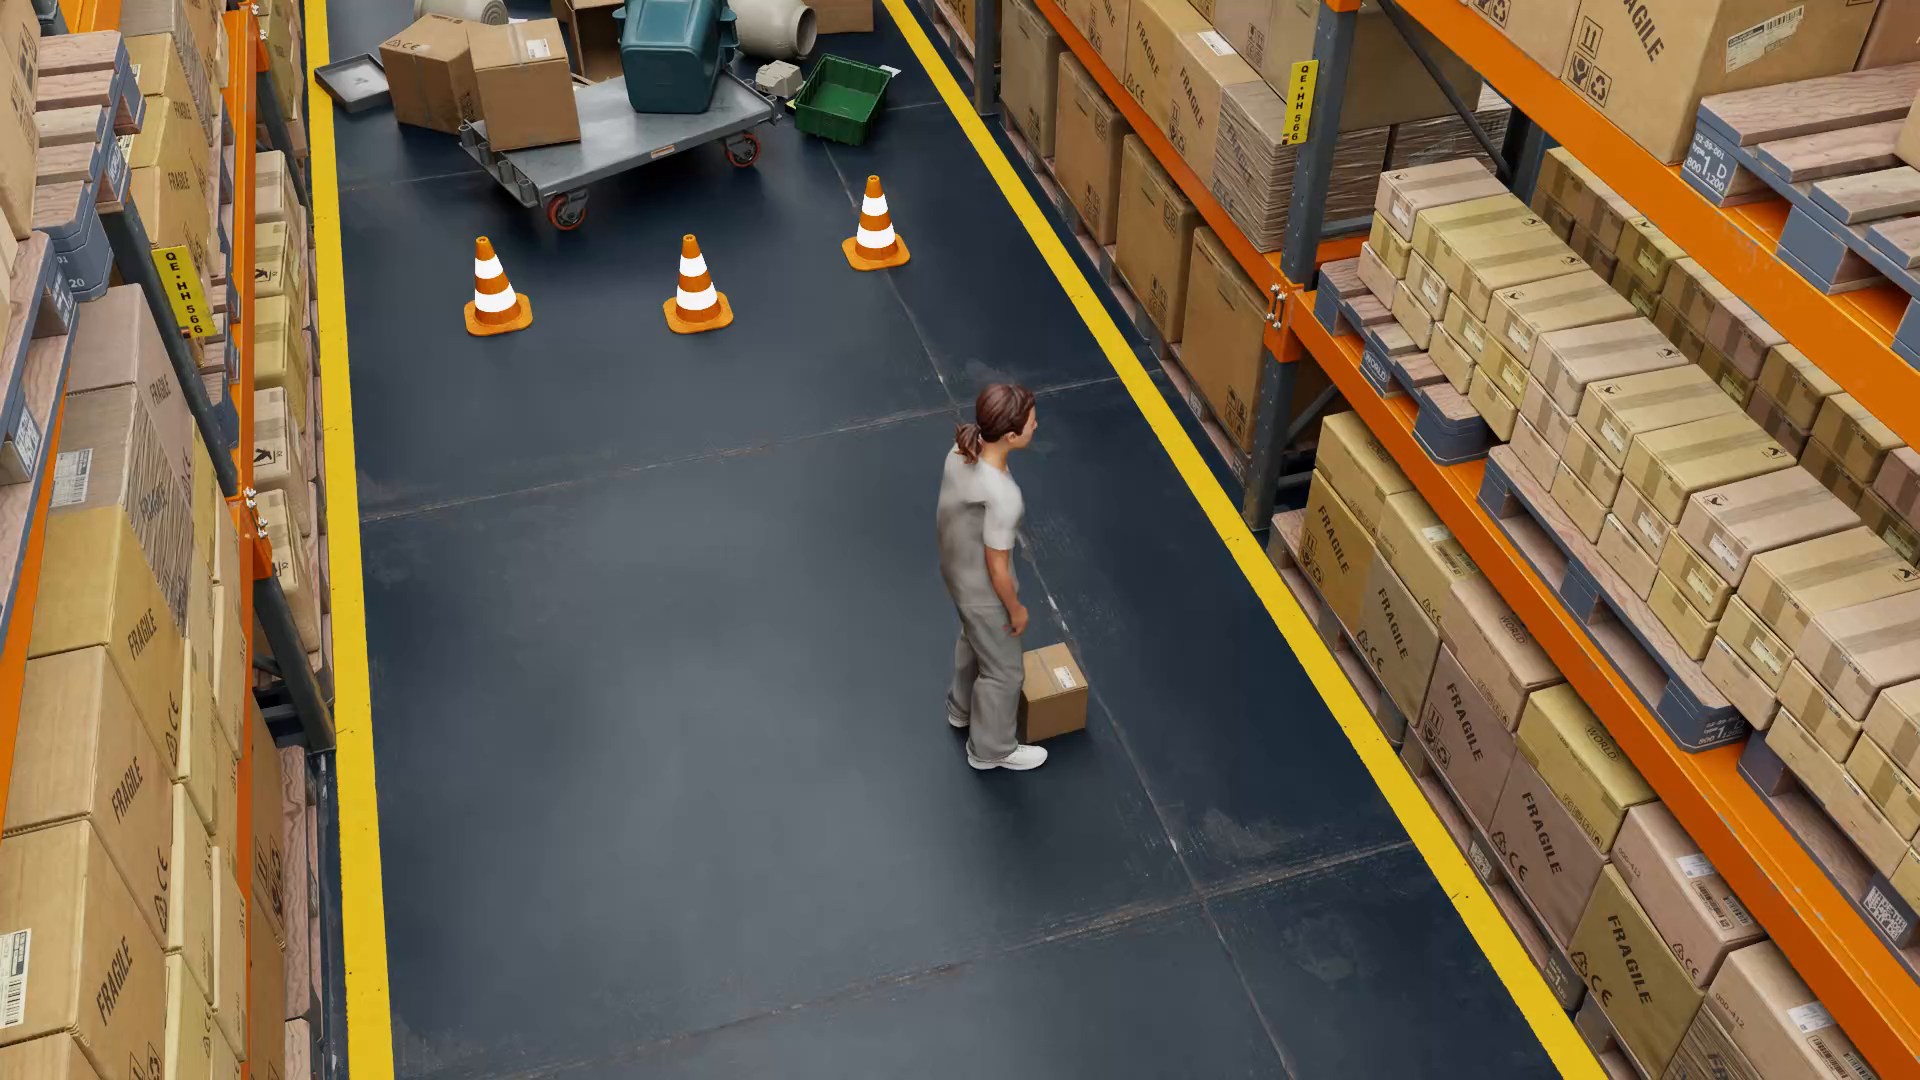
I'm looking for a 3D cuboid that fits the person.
[{"bbox_3d":[0.108,0.136,6.012,0.356,1.673,0.487,-12,44,-13],"label":"person"}]
